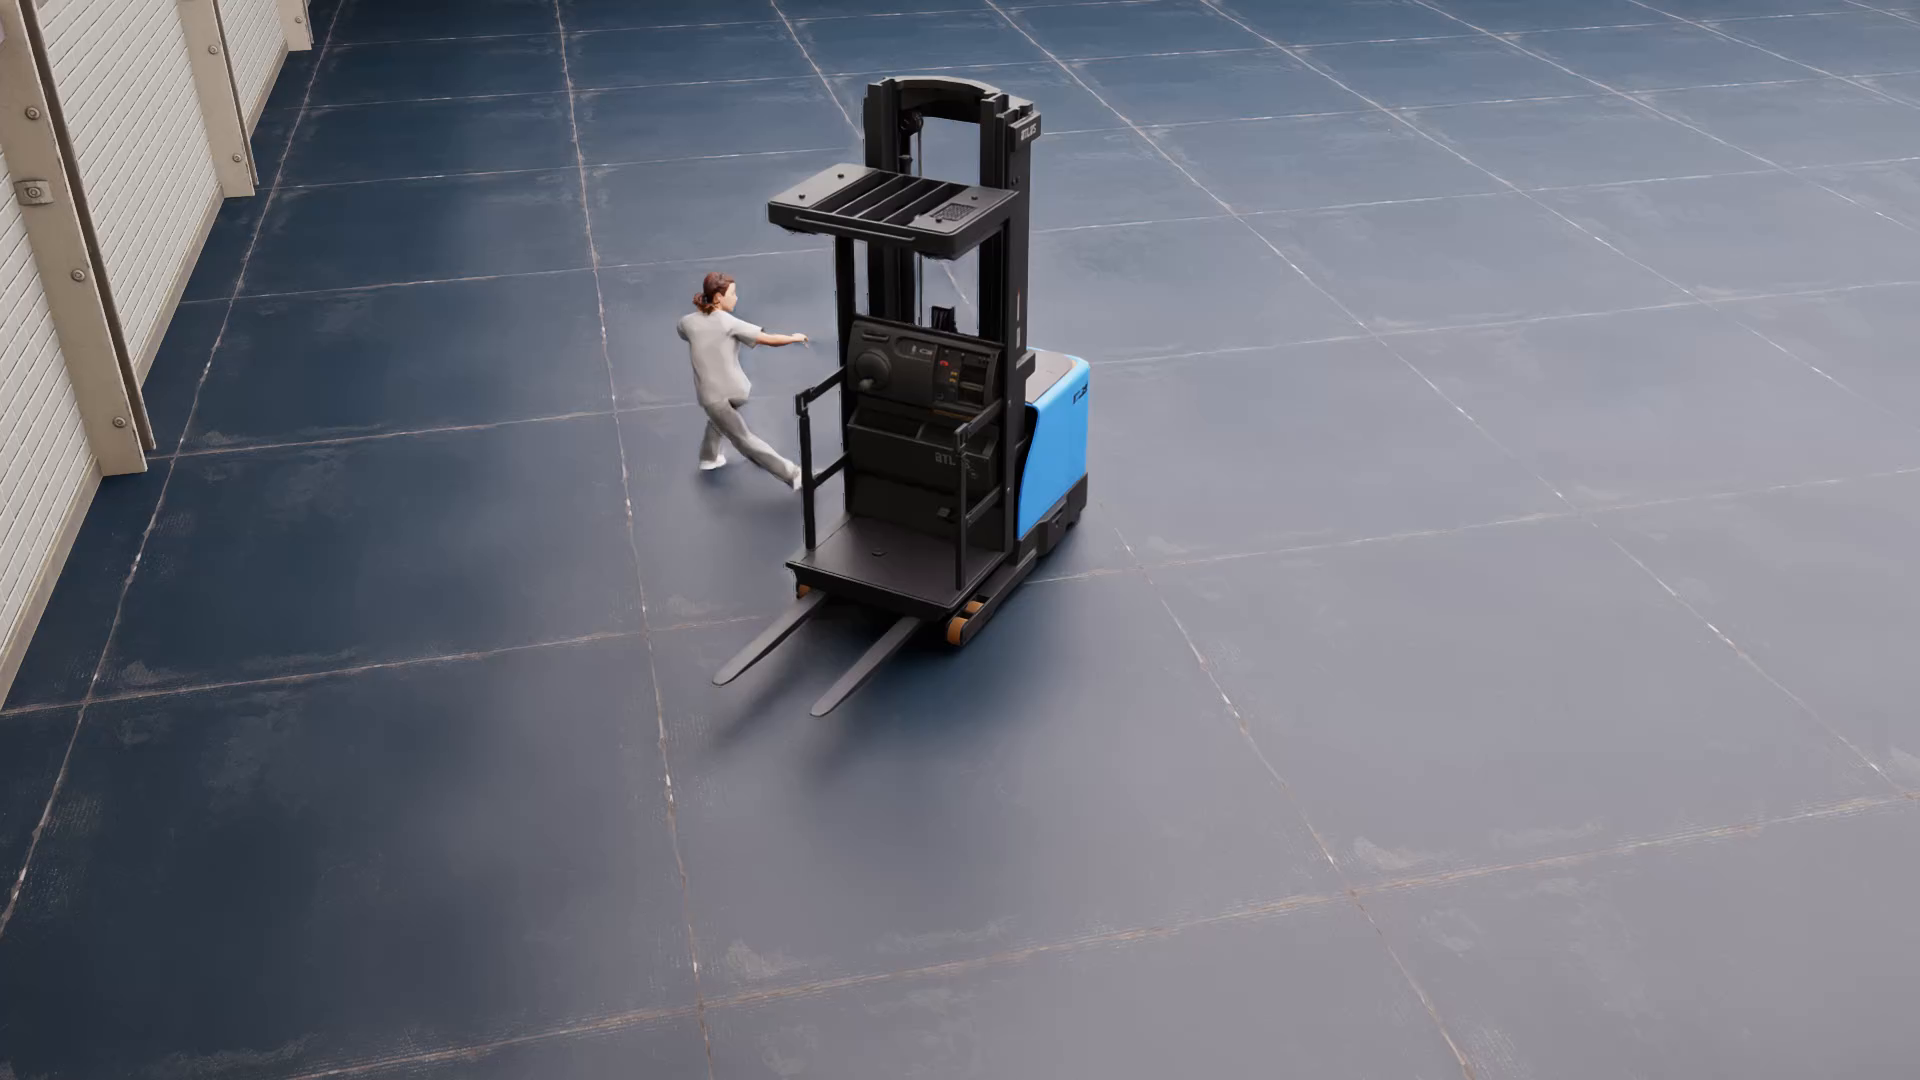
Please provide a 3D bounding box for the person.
[{"bbox_3d":[-1.401,-1.063,10.939,0.827,1.465,1.040,-7,31,-11],"label":"person"}]

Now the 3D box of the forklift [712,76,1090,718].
[{"bbox_3d":[-0.311,-0.920,9.164,1.130,2.935,3.031,15,33,24],"label":"forklift"}]
